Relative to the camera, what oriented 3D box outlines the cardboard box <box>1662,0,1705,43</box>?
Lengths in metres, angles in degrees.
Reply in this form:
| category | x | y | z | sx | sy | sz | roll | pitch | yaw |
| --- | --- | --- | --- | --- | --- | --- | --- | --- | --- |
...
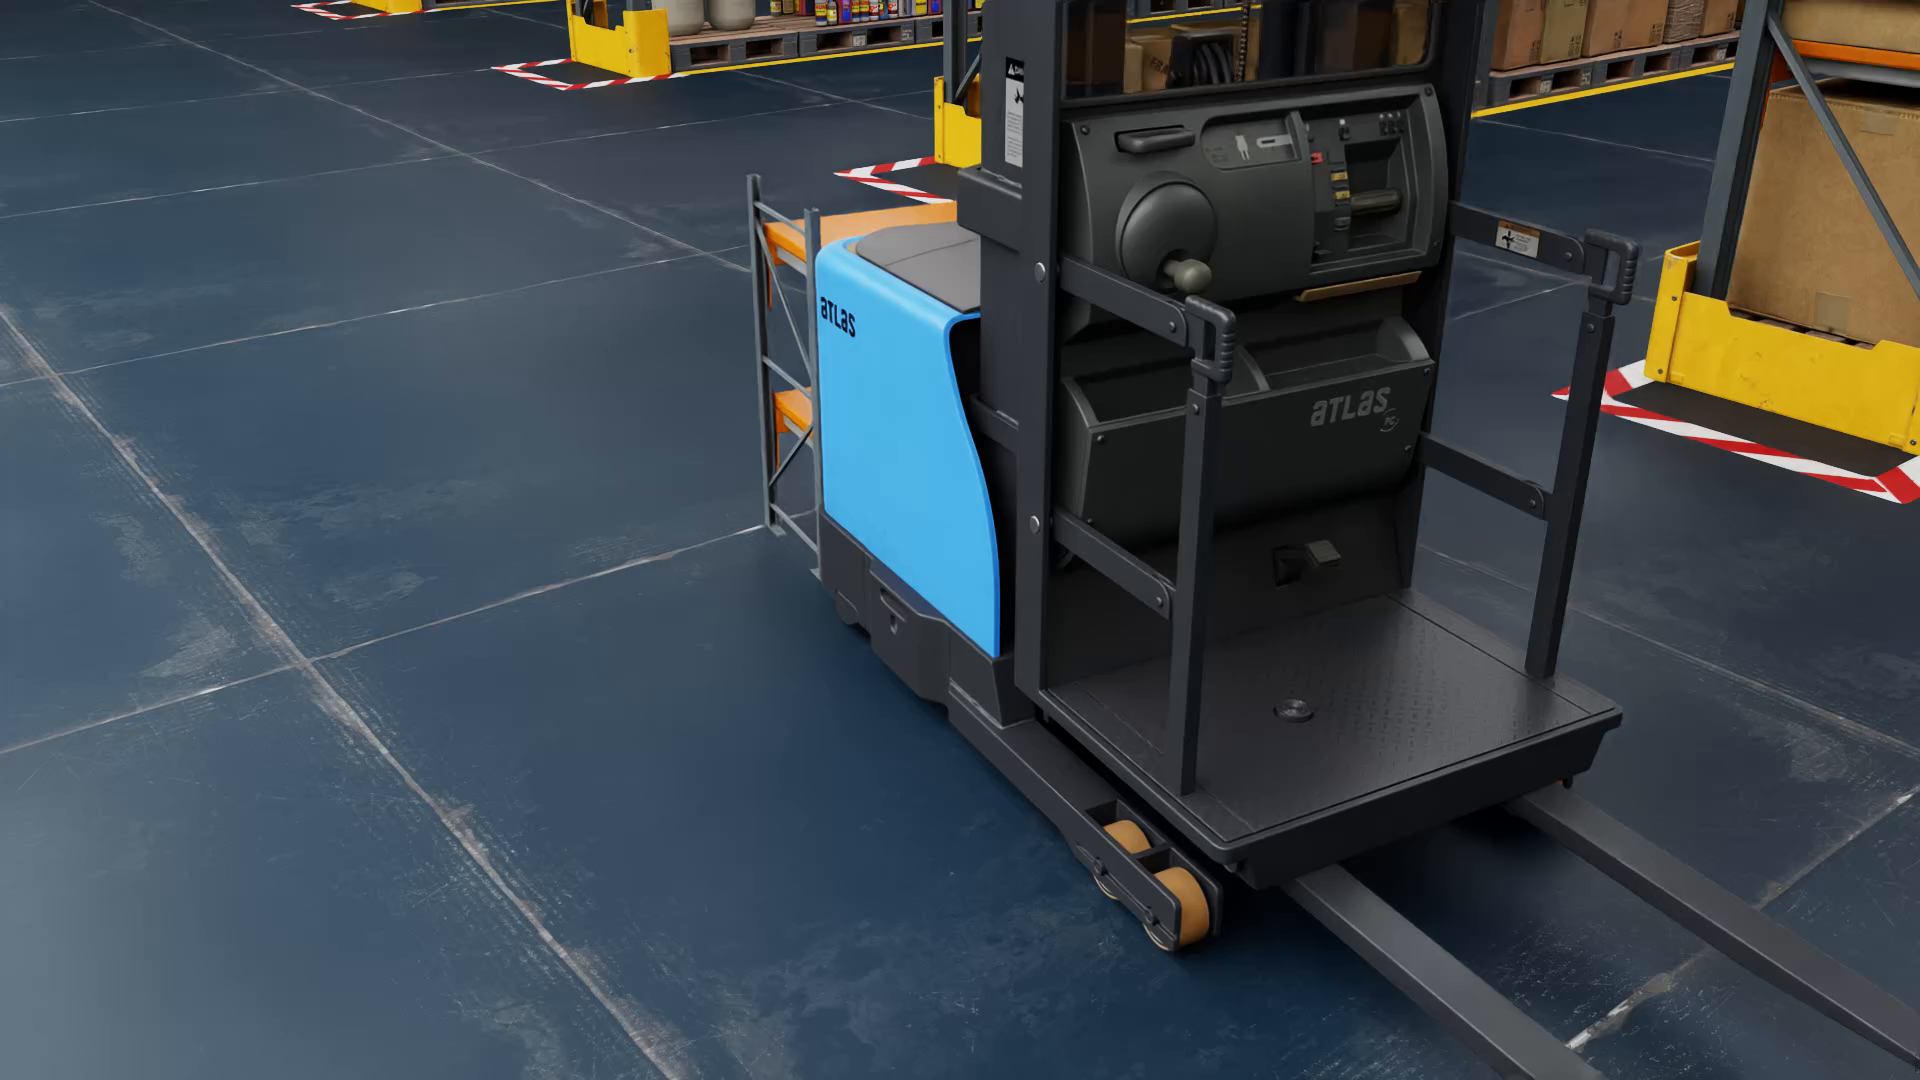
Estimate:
| category | x | y | z | sx | sy | sz | roll | pitch | yaw |
| --- | --- | --- | --- | --- | --- | --- | --- | --- | --- |
| cardboard box | 5.605 | -4.366 | 13.542 | 0.500 | 0.500 | 0.700 | -21 | 32 | -38 |

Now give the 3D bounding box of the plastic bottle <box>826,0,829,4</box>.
| category | x | y | z | sx | sy | sz | roll | pitch | yaw |
| --- | --- | --- | --- | --- | --- | --- | --- | --- | --- |
| plastic bottle | -1.213 | -4.801 | 14.832 | 0.097 | 0.201 | 0.097 | 0 | 25 | 0 |

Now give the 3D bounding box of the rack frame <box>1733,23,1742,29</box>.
| category | x | y | z | sx | sy | sz | roll | pitch | yaw |
| --- | --- | --- | --- | --- | --- | --- | --- | --- | --- |
| rack frame | 6.548 | -5.630 | 13.817 | 0.127 | 3.000 | 1.000 | -18 | 31 | -34 |

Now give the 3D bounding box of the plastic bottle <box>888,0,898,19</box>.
| category | x | y | z | sx | sy | sz | roll | pitch | yaw |
| --- | --- | --- | --- | --- | --- | --- | --- | --- | --- |
| plastic bottle | -0.596 | -4.684 | 14.582 | 0.097 | 0.201 | 0.097 | 0 | 25 | 0 |

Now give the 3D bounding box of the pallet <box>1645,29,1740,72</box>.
| category | x | y | z | sx | sy | sz | roll | pitch | yaw |
| --- | --- | --- | --- | --- | --- | --- | --- | --- | --- |
| pallet | 5.932 | -4.162 | 13.968 | 1.213 | 0.211 | 1.003 | -18 | 31 | -34 |

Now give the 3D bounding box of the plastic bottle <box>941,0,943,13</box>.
| category | x | y | z | sx | sy | sz | roll | pitch | yaw |
| --- | --- | --- | --- | --- | --- | --- | --- | --- | --- |
| plastic bottle | -0.136 | -4.917 | 14.905 | 0.185 | 0.351 | 0.144 | -20 | 32 | -37 |

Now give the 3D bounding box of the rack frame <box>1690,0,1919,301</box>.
| category | x | y | z | sx | sy | sz | roll | pitch | yaw |
| --- | --- | --- | --- | --- | --- | --- | --- | --- | --- |
| rack frame | 3.234 | -1.882 | 5.742 | 0.127 | 3.000 | 1.000 | -18 | 31 | -34 |

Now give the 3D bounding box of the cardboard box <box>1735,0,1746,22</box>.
| category | x | y | z | sx | sy | sz | roll | pitch | yaw |
| --- | --- | --- | --- | --- | --- | --- | --- | --- | --- |
| cardboard box | 7.104 | -5.029 | 14.547 | 0.875 | 0.875 | 1.225 | -20 | 32 | -36 |

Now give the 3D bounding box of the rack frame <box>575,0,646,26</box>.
| category | x | y | z | sx | sy | sz | roll | pitch | yaw |
| --- | --- | --- | --- | --- | --- | --- | --- | --- | --- |
| rack frame | -2.803 | -5.192 | 12.875 | 0.127 | 3.000 | 1.000 | -18 | 31 | -34 |

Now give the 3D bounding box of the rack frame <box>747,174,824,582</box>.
| category | x | y | z | sx | sy | sz | roll | pitch | yaw |
| --- | --- | --- | --- | --- | --- | --- | --- | --- | --- |
| rack frame | -0.503 | -0.472 | 4.930 | 0.032 | 1.125 | 0.500 | -12 | 27 | -24 |

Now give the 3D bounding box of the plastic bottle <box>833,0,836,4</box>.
| category | x | y | z | sx | sy | sz | roll | pitch | yaw |
| --- | --- | --- | --- | --- | --- | --- | --- | --- | --- |
| plastic bottle | -1.176 | -4.949 | 14.975 | 0.185 | 0.351 | 0.144 | -17 | 30 | -32 |

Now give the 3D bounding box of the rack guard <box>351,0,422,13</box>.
| category | x | y | z | sx | sy | sz | roll | pitch | yaw |
| --- | --- | --- | --- | --- | --- | --- | --- | --- | --- |
| rack guard | -5.876 | -5.694 | 16.925 | 0.348 | 0.500 | 1.175 | -18 | 31 | -34 |

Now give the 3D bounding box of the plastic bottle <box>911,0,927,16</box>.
| category | x | y | z | sx | sy | sz | roll | pitch | yaw |
| --- | --- | --- | --- | --- | --- | --- | --- | --- | --- |
| plastic bottle | -0.390 | -4.833 | 14.724 | 0.185 | 0.351 | 0.144 | -18 | 31 | -34 |

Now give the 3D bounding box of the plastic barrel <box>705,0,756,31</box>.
| category | x | y | z | sx | sy | sz | roll | pitch | yaw |
| --- | --- | --- | --- | --- | --- | --- | --- | --- | --- |
| plastic barrel | -1.938 | -4.581 | 14.013 | 0.421 | 0.512 | 0.421 | 0 | 25 | 0 |

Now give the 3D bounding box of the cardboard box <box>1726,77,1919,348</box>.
| category | x | y | z | sx | sy | sz | roll | pitch | yaw |
| --- | --- | --- | --- | --- | --- | --- | --- | --- | --- |
| cardboard box | 3.727 | -1.307 | 6.528 | 0.875 | 0.875 | 0.875 | -18 | 30 | -34 |

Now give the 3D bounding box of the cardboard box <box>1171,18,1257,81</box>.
| category | x | y | z | sx | sy | sz | roll | pitch | yaw |
| --- | --- | --- | --- | --- | --- | --- | --- | --- | --- |
| cardboard box | 1.708 | -3.088 | 10.810 | 0.500 | 0.500 | 0.500 | -15 | 29 | -29 |

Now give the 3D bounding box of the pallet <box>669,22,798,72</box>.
| category | x | y | z | sx | sy | sz | roll | pitch | yaw |
| --- | --- | --- | --- | --- | --- | --- | --- | --- | --- |
| pallet | -2.130 | -4.172 | 13.989 | 1.213 | 0.211 | 1.003 | -18 | 31 | -34 |

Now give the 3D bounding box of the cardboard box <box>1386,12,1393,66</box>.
| category | x | y | z | sx | sy | sz | roll | pitch | yaw |
| --- | --- | --- | --- | --- | --- | --- | --- | --- | --- |
| cardboard box | 2.615 | -3.405 | 11.495 | 0.500 | 0.500 | 0.500 | -9 | 26 | -18 |

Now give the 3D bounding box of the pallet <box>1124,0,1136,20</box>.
| category | x | y | z | sx | sy | sz | roll | pitch | yaw |
| --- | --- | --- | --- | --- | --- | --- | --- | --- | --- |
| pallet | 0.938 | -5.183 | 16.168 | 1.213 | 0.211 | 1.003 | -18 | 31 | -34 |

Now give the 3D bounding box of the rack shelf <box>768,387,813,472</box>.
| category | x | y | z | sx | sy | sz | roll | pitch | yaw |
| --- | --- | --- | --- | --- | --- | --- | --- | --- | --- |
| rack shelf | -0.048 | -0.345 | 5.239 | 1.000 | 0.278 | 0.538 | -12 | 27 | -24 |

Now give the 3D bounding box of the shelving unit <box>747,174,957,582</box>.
| category | x | y | z | sx | sy | sz | roll | pitch | yaw |
| --- | --- | --- | --- | --- | --- | --- | --- | --- | --- |
| shelving unit | -0.048 | -0.567 | 5.136 | 1.048 | 1.125 | 0.538 | -12 | 27 | -24 |

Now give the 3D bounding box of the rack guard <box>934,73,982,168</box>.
| category | x | y | z | sx | sy | sz | roll | pitch | yaw |
| --- | --- | --- | --- | --- | --- | --- | --- | --- | --- |
| rack guard | 0.313 | -2.437 | 9.908 | 0.348 | 0.500 | 1.175 | -18 | 31 | -34 |

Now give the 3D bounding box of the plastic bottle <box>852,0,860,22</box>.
| category | x | y | z | sx | sy | sz | roll | pitch | yaw |
| --- | --- | --- | --- | --- | --- | --- | --- | --- | --- |
| plastic bottle | -0.915 | -4.611 | 14.340 | 0.097 | 0.271 | 0.097 | 0 | 25 | 0 |

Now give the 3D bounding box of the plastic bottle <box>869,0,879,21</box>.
| category | x | y | z | sx | sy | sz | roll | pitch | yaw |
| --- | --- | --- | --- | --- | --- | --- | --- | --- | --- |
| plastic bottle | -0.758 | -4.631 | 14.467 | 0.097 | 0.201 | 0.097 | 0 | 25 | 0 |

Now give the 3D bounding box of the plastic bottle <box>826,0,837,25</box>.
| category | x | y | z | sx | sy | sz | roll | pitch | yaw |
| --- | --- | --- | --- | --- | --- | --- | --- | --- | --- |
| plastic bottle | -1.103 | -4.517 | 14.221 | 0.097 | 0.201 | 0.097 | 0 | 25 | 0 |

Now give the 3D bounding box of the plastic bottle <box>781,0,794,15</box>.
| category | x | y | z | sx | sy | sz | roll | pitch | yaw |
| --- | --- | --- | --- | --- | --- | --- | --- | --- | --- |
| plastic bottle | -1.548 | -4.818 | 14.773 | 0.133 | 0.283 | 0.061 | -17 | 30 | -33 |

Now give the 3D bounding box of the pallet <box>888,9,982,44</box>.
| category | x | y | z | sx | sy | sz | roll | pitch | yaw |
| --- | --- | --- | --- | --- | --- | --- | --- | --- | --- |
| pallet | -0.210 | -4.806 | 15.354 | 1.213 | 0.211 | 1.003 | -18 | 31 | -34 |

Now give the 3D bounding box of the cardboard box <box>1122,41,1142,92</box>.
| category | x | y | z | sx | sy | sz | roll | pitch | yaw |
| --- | --- | --- | --- | --- | --- | --- | --- | --- | --- |
| cardboard box | 0.755 | -2.765 | 10.115 | 0.500 | 0.500 | 0.500 | -12 | 28 | -25 |

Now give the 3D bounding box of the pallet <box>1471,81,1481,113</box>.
| category | x | y | z | sx | sy | sz | roll | pitch | yaw |
| --- | --- | --- | --- | --- | --- | --- | --- | --- | --- |
| pallet | 2.894 | -3.139 | 11.764 | 1.213 | 0.211 | 1.003 | -18 | 31 | -34 |

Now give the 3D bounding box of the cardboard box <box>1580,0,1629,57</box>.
| category | x | y | z | sx | sy | sz | roll | pitch | yaw |
| --- | --- | --- | --- | --- | --- | --- | --- | --- | --- |
| cardboard box | 4.724 | -4.072 | 12.907 | 0.500 | 0.500 | 0.700 | -21 | 32 | -38 |

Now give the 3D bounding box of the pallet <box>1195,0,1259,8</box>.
| category | x | y | z | sx | sy | sz | roll | pitch | yaw |
| --- | --- | --- | --- | --- | --- | --- | --- | --- | --- |
| pallet | 2.858 | -5.817 | 17.533 | 1.213 | 0.211 | 1.003 | -18 | 31 | -34 |

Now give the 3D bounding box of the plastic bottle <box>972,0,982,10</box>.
| category | x | y | z | sx | sy | sz | roll | pitch | yaw |
| --- | --- | --- | --- | --- | --- | --- | --- | --- | --- |
| plastic bottle | 0.169 | -4.964 | 15.088 | 0.133 | 0.283 | 0.061 | -17 | 30 | -32 |

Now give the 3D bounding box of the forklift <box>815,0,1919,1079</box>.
| category | x | y | z | sx | sy | sz | roll | pitch | yaw |
| --- | --- | --- | --- | --- | --- | --- | --- | --- | --- |
| forklift | 0.745 | -0.703 | 3.283 | 1.130 | 2.935 | 3.031 | -13 | 28 | -26 |

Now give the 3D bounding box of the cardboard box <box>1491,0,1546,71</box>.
| category | x | y | z | sx | sy | sz | roll | pitch | yaw |
| --- | --- | --- | --- | --- | --- | --- | --- | --- | --- |
| cardboard box | 3.897 | -3.809 | 12.340 | 0.500 | 0.500 | 0.700 | -21 | 32 | -38 |
